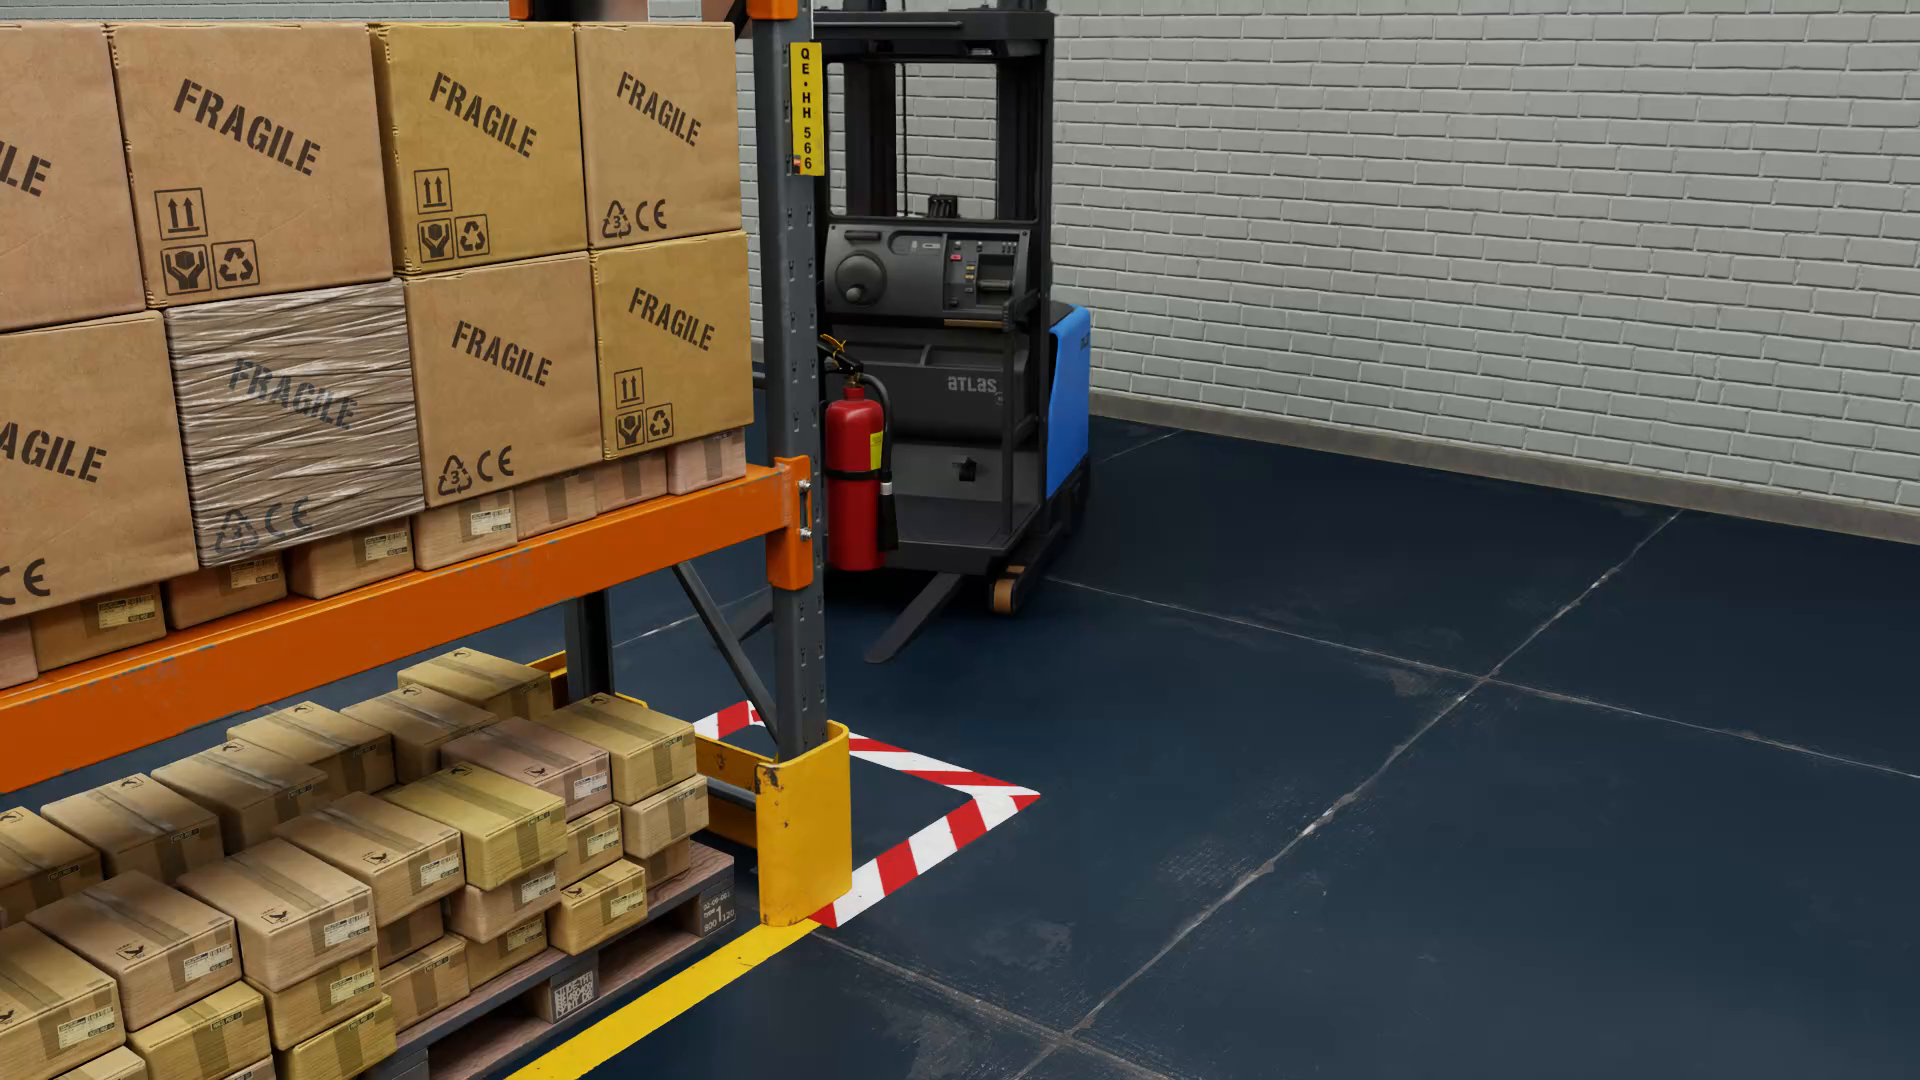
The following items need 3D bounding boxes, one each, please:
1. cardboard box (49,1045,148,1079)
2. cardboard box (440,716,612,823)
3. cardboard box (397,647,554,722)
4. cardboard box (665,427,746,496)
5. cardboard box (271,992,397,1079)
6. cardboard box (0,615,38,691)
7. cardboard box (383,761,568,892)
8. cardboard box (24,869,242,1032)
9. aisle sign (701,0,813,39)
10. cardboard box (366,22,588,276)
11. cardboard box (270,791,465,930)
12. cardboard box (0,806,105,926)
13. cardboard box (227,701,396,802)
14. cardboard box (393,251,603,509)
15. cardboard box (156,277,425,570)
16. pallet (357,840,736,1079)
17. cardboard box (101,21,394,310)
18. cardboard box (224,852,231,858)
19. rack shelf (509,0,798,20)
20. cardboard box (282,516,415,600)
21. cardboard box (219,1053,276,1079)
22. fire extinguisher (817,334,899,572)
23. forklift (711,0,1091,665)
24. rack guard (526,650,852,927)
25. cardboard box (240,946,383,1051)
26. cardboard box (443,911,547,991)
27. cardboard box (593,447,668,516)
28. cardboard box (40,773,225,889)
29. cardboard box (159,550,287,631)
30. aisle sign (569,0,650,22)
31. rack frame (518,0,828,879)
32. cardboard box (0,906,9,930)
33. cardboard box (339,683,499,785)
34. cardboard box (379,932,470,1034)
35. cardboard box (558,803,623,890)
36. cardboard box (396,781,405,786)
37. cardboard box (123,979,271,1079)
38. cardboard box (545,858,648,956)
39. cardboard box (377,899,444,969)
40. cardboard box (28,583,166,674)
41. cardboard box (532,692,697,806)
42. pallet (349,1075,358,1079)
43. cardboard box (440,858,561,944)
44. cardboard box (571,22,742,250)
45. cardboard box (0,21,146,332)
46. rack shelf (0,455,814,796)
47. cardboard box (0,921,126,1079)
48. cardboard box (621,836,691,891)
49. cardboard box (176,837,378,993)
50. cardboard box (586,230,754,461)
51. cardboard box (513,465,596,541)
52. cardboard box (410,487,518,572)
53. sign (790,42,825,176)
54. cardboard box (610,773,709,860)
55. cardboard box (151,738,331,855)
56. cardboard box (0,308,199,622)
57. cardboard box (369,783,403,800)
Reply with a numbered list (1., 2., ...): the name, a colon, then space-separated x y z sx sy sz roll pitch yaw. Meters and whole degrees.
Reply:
1. cardboard box: -1.821 1.083 3.295 0.380 0.149 0.250 13 21 35
2. cardboard box: -1.128 0.608 4.325 0.380 0.149 0.250 13 21 36
3. cardboard box: -1.405 0.452 4.827 0.380 0.149 0.250 11 21 32
4. cardboard box: -0.787 -0.242 4.389 0.380 0.149 0.250 12 21 35
5. cardboard box: -1.503 1.093 3.765 0.380 0.149 0.250 11 21 32
6. cardboard box: -1.904 0.179 3.033 0.380 0.149 0.250 13 22 37
7. cardboard box: -1.180 0.692 4.054 0.380 0.149 0.250 12 21 33
8. cardboard box: -1.747 0.859 3.515 0.380 0.149 0.250 12 21 33
9. aisle sign: -0.536 -1.696 4.263 0.394 0.787 0.004 12 21 35
10. cardboard box: -1.195 -0.883 3.675 0.500 0.500 0.500 12 21 33
11. cardboard box: -1.385 0.742 3.892 0.380 0.149 0.250 11 21 33
12. cardboard box: -2.174 0.769 3.806 0.380 0.149 0.250 13 21 36
13. cardboard box: -1.726 0.576 4.427 0.380 0.149 0.250 12 21 35
14. cardboard box: -1.192 -0.405 3.821 0.500 0.500 0.500 12 21 34
15. cardboard box: -1.487 -0.283 3.427 0.500 0.500 0.500 13 21 35
16. pallet: -1.378 1.047 4.515 1.003 0.211 1.213 12 21 35
17. cardboard box: -1.498 -0.758 3.271 0.500 0.500 0.500 14 22 37
18. cardboard box: -1.862 0.780 4.273 0.380 0.149 0.250 13 22 36
19. rack shelf: -2.012 -1.102 2.891 1.077 0.370 4.000 12 21 35
20. cardboard box: -1.417 -0.005 3.625 0.380 0.149 0.250 11 21 32
21. cardboard box: -1.682 1.155 3.566 0.380 0.149 0.250 13 21 36
22. fire extinguisher: -0.299 -0.253 4.760 0.296 0.674 0.183 12 21 35
23. forklift: -0.204 -1.198 7.159 1.130 2.935 3.031 5 18 15
24. rack guard: -0.866 0.722 5.075 1.175 0.500 0.348 12 21 35
25. cardboard box: -1.512 0.955 3.708 0.380 0.149 0.250 13 21 35
26. cardboard box: -1.265 0.960 4.193 0.380 0.149 0.250 12 21 34
27. cardboard box: -0.966 -0.190 4.220 0.380 0.149 0.250 12 21 35
28. cardboard box: -1.980 0.714 3.982 0.380 0.149 0.250 13 22 37
29. cardboard box: -1.626 0.049 3.452 0.380 0.149 0.250 11 21 32
30. aisle sign: -1.018 -1.802 4.604 0.394 0.787 0.004 12 21 35
31. rack frame: -0.820 -0.490 4.763 1.000 3.000 0.127 12 21 35
32. cardboard box: -2.246 0.846 3.559 0.380 0.149 0.250 12 21 35
33. cardboard box: -1.473 0.539 4.547 0.380 0.149 0.250 13 21 36
34. cardboard box: -1.402 1.021 3.996 0.380 0.149 0.250 13 21 35
35. cardboard box: -1.104 0.758 4.342 0.380 0.149 0.250 12 21 33
36. cardboard box: -1.547 0.664 4.646 0.380 0.149 0.250 12 21 34
37. cardboard box: -1.680 1.013 3.522 0.380 0.149 0.250 14 22 37
38. cardboard box: -1.038 0.913 4.346 0.380 0.149 0.250 13 22 36
39. cardboard box: -1.456 0.875 3.965 0.380 0.149 0.250 12 21 34
40. cardboard box: -1.771 0.115 3.239 0.380 0.149 0.250 13 21 36
41. cardboard box: -0.932 0.558 4.485 0.380 0.149 0.250 13 21 35
42. pallet: -2.105 1.337 3.584 1.003 0.211 1.213 12 21 35
43. cardboard box: -1.214 0.829 4.113 0.380 0.149 0.250 11 21 32
44. cardboard box: -0.893 -1.004 4.063 0.500 0.500 0.500 12 21 34
45. cardboard box: -1.810 -0.631 2.863 0.500 0.500 0.500 12 21 33
46. rack shelf: -2.012 0.330 3.336 1.077 0.370 4.000 12 21 35
47. cardboard box: -1.880 0.927 3.298 0.380 0.149 0.250 13 21 35
48. cardboard box: -0.966 0.833 4.601 0.380 0.149 0.250 13 21 36
49. cardboard box: -1.501 0.816 3.654 0.380 0.149 0.250 13 22 37
50. cardboard box: -0.881 -0.527 4.213 0.500 0.500 0.500 13 21 36
51. cardboard box: -1.103 -0.127 4.019 0.380 0.149 0.250 12 21 34
52. cardboard box: -1.236 -0.062 3.810 0.380 0.149 0.250 13 22 36
53. sign: -0.386 -1.091 4.213 0.100 0.325 0.005 12 21 35
54. cardboard box: -0.905 0.705 4.512 0.380 0.149 0.250 12 21 33
55. cardboard box: -1.807 0.650 4.189 0.380 0.149 0.250 11 20 32
56. cardboard box: -1.792 -0.166 3.050 0.500 0.500 0.500 14 22 37
57. cardboard box: -1.622 0.738 4.408 0.380 0.149 0.250 13 21 35
